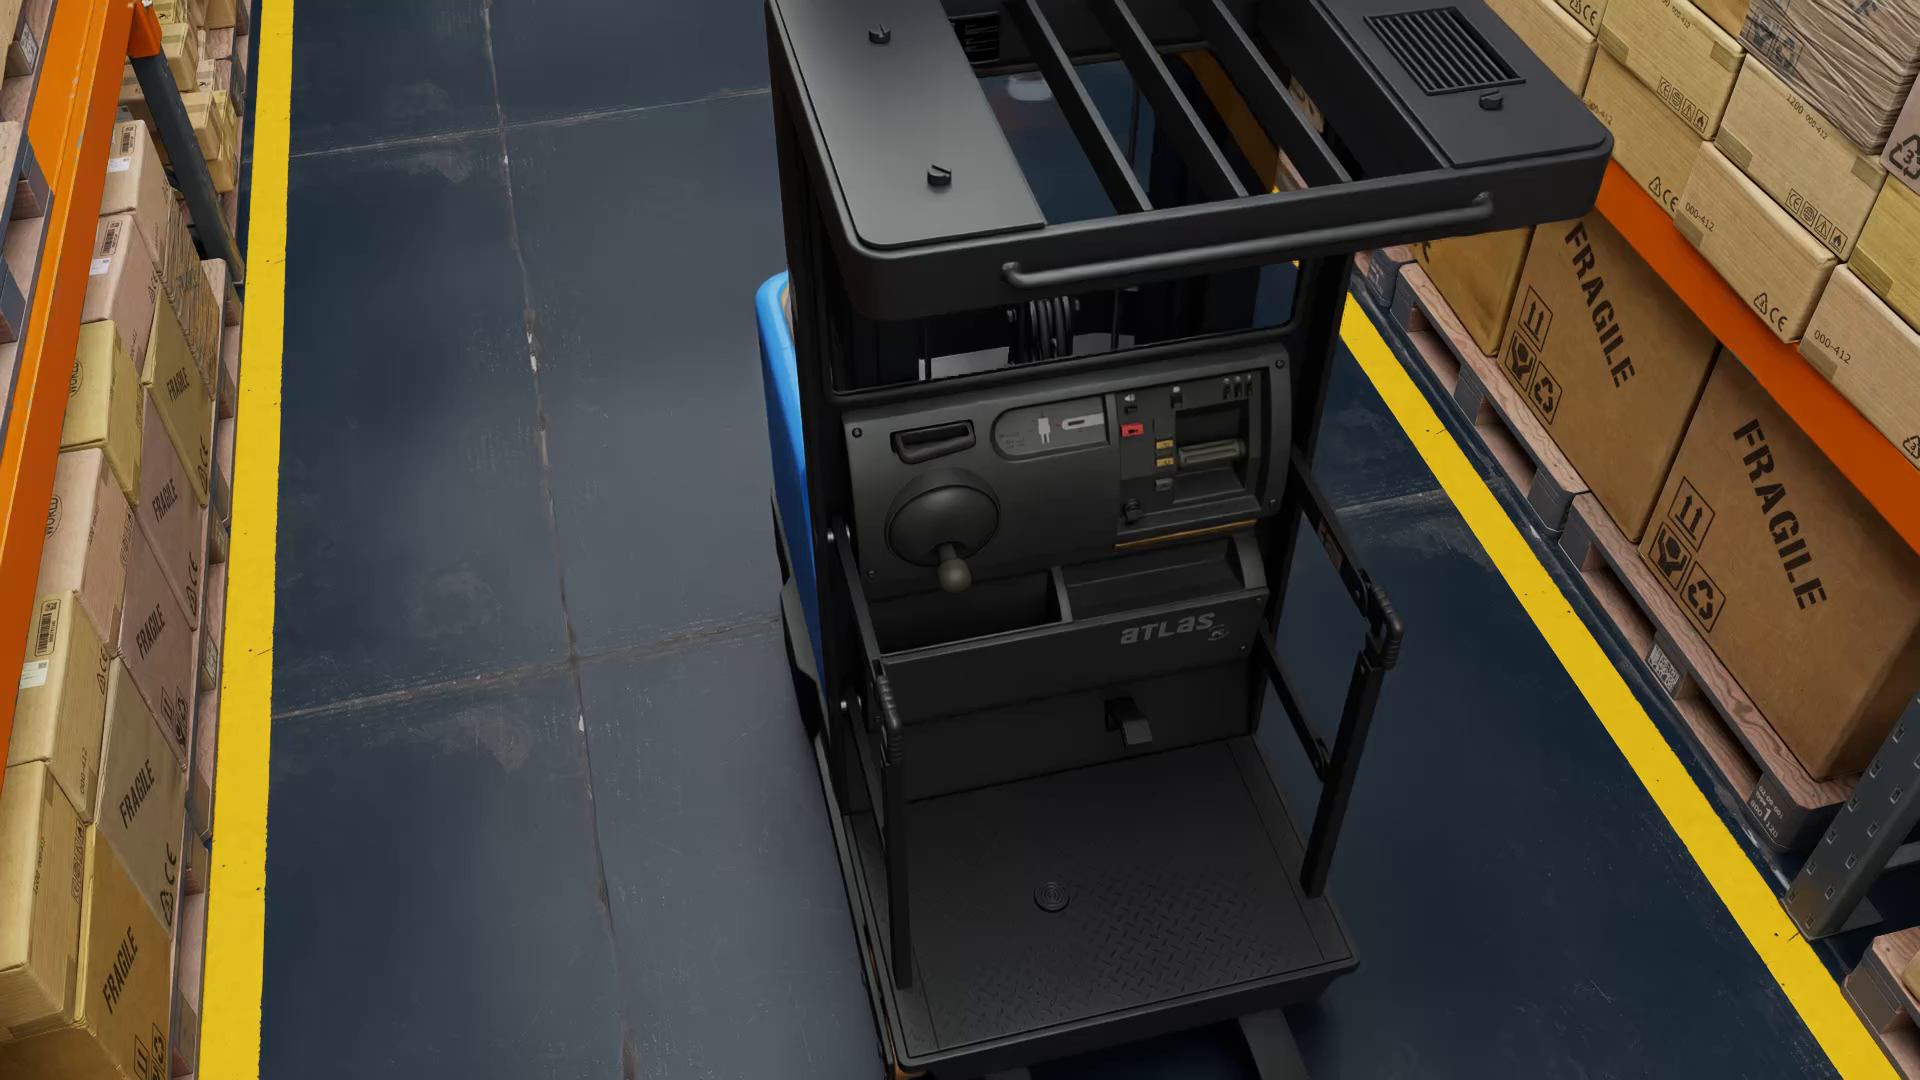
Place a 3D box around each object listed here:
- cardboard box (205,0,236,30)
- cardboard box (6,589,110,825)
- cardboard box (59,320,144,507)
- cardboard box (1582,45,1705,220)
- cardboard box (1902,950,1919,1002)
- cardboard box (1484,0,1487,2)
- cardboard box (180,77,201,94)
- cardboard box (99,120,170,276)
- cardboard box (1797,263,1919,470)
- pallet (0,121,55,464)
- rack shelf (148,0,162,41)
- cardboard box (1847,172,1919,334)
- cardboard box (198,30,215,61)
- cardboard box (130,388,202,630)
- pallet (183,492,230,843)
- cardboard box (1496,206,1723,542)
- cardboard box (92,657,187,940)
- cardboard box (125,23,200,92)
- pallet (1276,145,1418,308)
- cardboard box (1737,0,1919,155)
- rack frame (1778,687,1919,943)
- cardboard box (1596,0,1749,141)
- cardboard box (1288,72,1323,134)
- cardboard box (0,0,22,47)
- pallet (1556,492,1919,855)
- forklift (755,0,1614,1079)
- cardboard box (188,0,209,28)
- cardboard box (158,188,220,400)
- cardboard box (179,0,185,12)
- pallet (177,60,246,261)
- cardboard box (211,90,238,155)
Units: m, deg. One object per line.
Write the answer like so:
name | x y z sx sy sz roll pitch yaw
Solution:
cardboard box | -3.310 -2.290 7.096 0.380 0.149 0.250 -12 47 -11
cardboard box | -2.204 0.414 3.675 0.500 0.250 0.500 -11 47 -11
cardboard box | -2.453 -0.290 4.365 0.500 0.250 0.500 -13 47 -12
cardboard box | 1.987 -1.106 4.338 0.500 0.250 0.500 -11 47 -11
cardboard box | 2.762 1.009 3.707 0.950 0.372 0.625 -14 47 -13
cardboard box | 1.710 -1.799 5.018 0.500 0.250 0.500 -11 47 -11
cardboard box | -3.091 -1.663 6.273 0.380 0.149 0.250 -10 46 -10
cardboard box | -2.721 -1.009 5.070 0.500 0.250 0.500 -12 47 -11
cardboard box | 2.247 -0.405 3.652 0.500 0.250 0.500 -12 47 -12
pallet | -2.678 -0.473 3.748 1.003 0.211 1.213 -11 47 -10
rack shelf | -3.668 -3.072 6.664 1.077 0.370 4.000 -11 47 -10
cardboard box | 2.258 -0.566 3.460 0.500 0.250 0.500 -11 47 -10
cardboard box | -3.234 -1.914 6.728 0.380 0.149 0.250 -12 47 -11
cardboard box | -2.465 -0.041 4.646 0.500 0.500 0.500 -12 47 -11
pallet | -2.639 0.414 4.696 1.003 0.211 1.213 -11 47 -10
cardboard box | 2.306 -0.668 4.998 0.875 0.875 0.875 -10 46 -10
cardboard box | -2.199 0.665 3.954 0.500 0.500 0.500 -10 46 -10
cardboard box | -3.057 -1.777 6.177 0.380 0.149 0.250 -9 46 -8
pallet | 1.874 -1.423 6.496 1.003 0.211 1.213 -11 47 -10
cardboard box | 2.103 -1.203 3.558 0.500 0.500 0.500 -10 46 -10
rack frame | 2.627 -0.156 3.303 1.000 3.000 0.127 -11 47 -10
cardboard box | 1.972 -1.269 4.149 0.500 0.250 0.500 -12 47 -11
cardboard box | 1.839 -1.907 6.213 0.875 0.875 0.875 -9 46 -9
cardboard box | -2.734 -1.412 4.416 0.380 0.149 0.250 -11 47 -10
pallet | 2.498 0.262 4.845 1.003 0.211 1.213 -11 47 -10
forklift | 0.285 -0.048 3.245 1.130 2.935 3.031 -10 46 -10
cardboard box | -3.302 -2.206 6.805 0.380 0.149 0.250 -9 46 -8
cardboard box | -2.723 -0.750 5.341 0.500 0.500 0.500 -12 47 -11
cardboard box | -3.258 -2.118 6.511 0.380 0.149 0.250 -12 47 -11
pallet | -3.362 -1.424 6.498 1.003 0.211 1.213 -11 47 -10
cardboard box | -3.007 -1.586 6.406 0.380 0.149 0.250 -9 46 -9
